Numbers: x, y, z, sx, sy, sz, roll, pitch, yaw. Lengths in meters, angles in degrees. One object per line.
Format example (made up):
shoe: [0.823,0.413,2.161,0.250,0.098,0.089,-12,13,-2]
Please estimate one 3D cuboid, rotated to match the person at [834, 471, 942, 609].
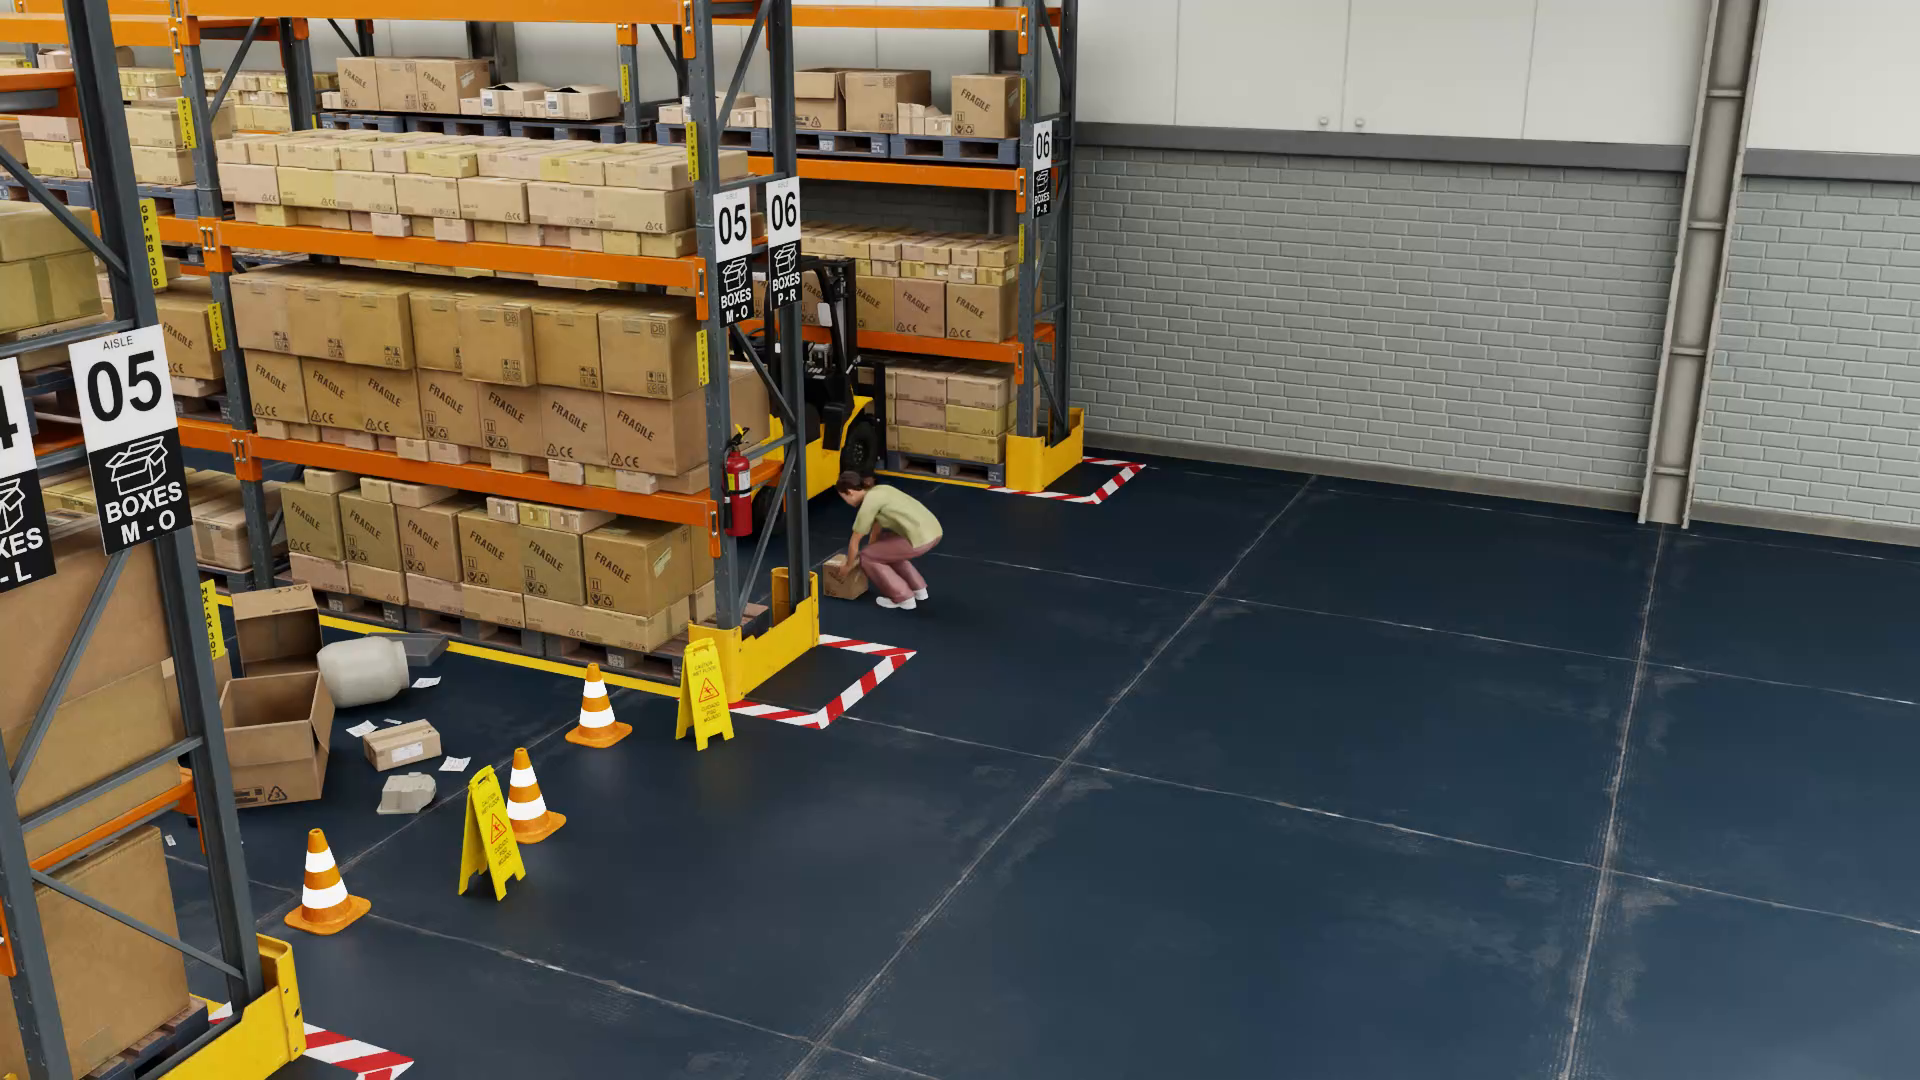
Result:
person: [-0.530,-0.008,12.167,0.787,0.974,0.495,8,21,23]
